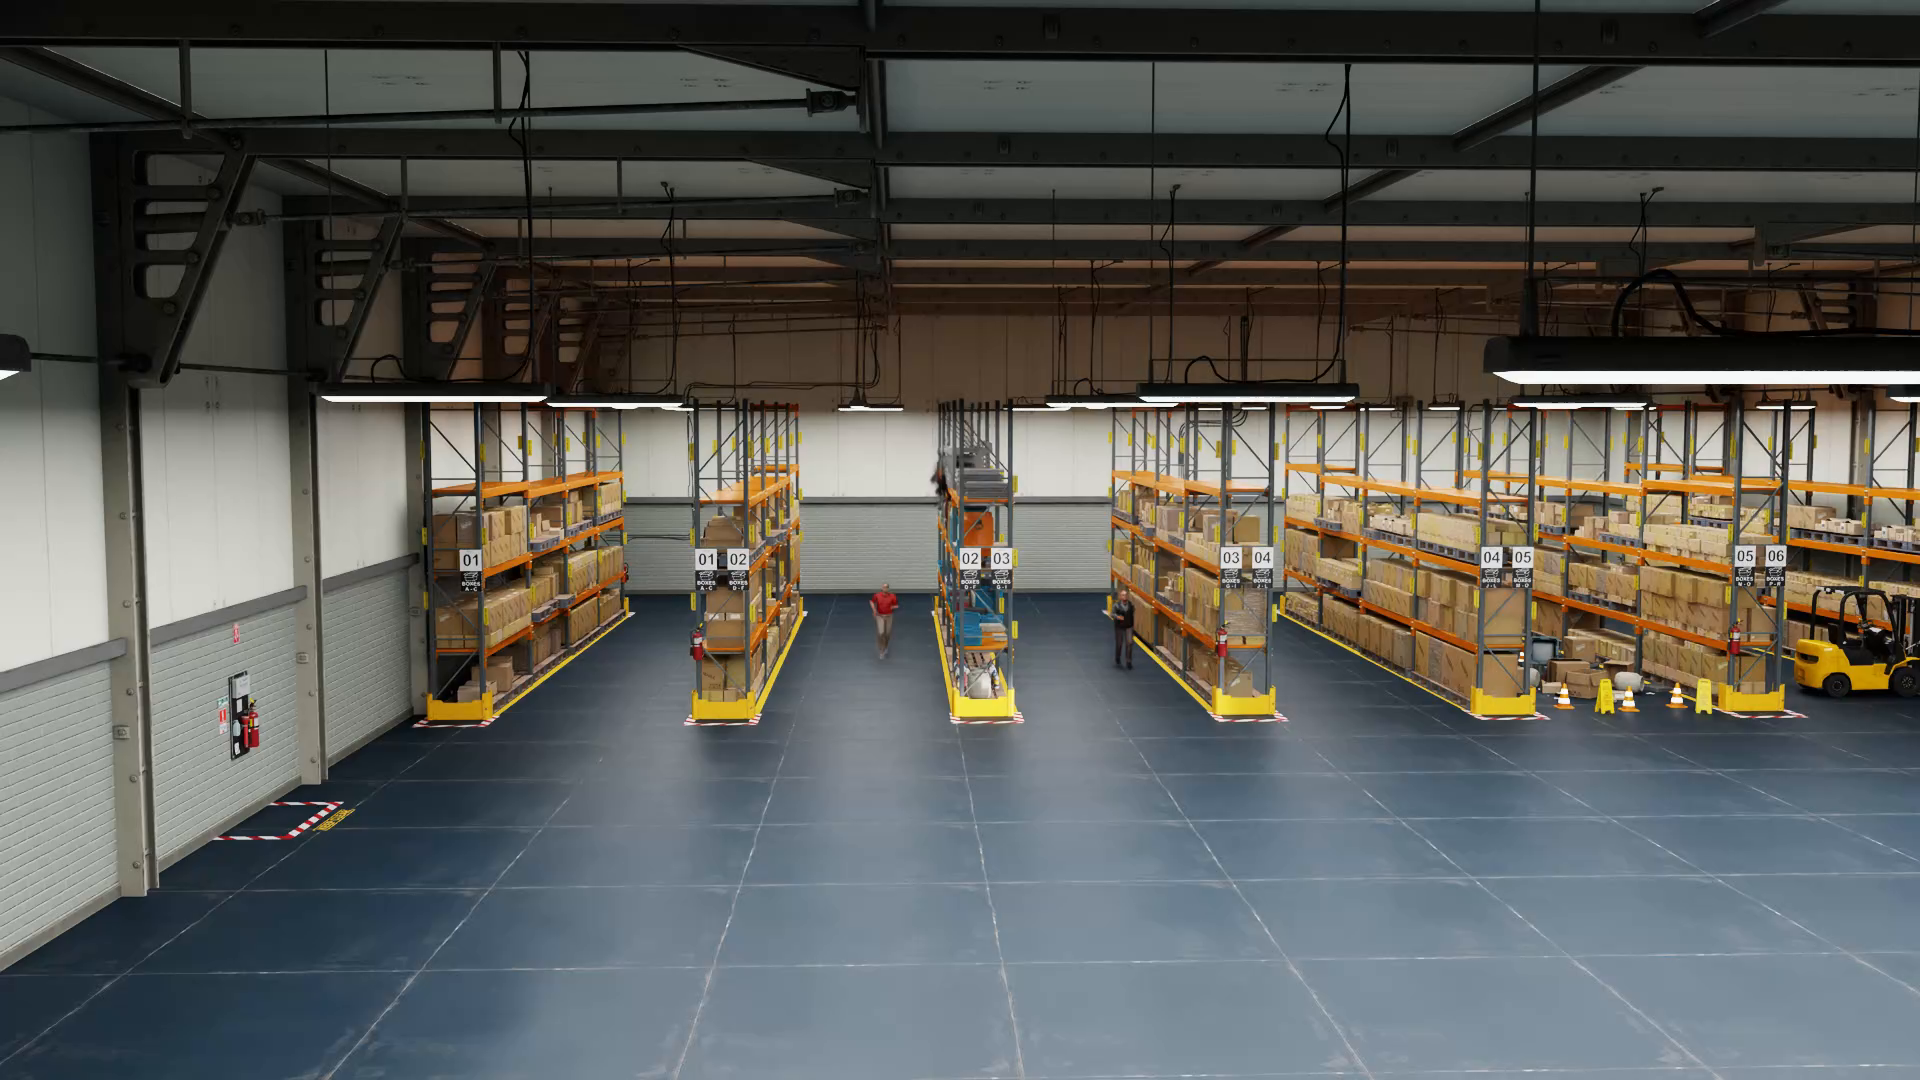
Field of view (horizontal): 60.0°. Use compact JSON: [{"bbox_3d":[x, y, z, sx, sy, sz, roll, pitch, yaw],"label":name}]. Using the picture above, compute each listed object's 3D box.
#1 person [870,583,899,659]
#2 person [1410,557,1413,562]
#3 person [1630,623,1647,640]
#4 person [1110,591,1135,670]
[{"bbox_3d":[-1.762,1.904,39.109,0.642,1.801,0.817,-1,4,-12],"label":"person"},{"bbox_3d":[13.428,1.174,49.230,0.777,1.622,0.531,0,4,5],"label":"person"},{"bbox_3d":[16.740,1.716,41.148,0.669,1.737,0.623,-1,4,-11],"label":"person"},{"bbox_3d":[3.677,2.007,37.527,0.610,1.754,0.889,0,4,-2],"label":"person"}]
